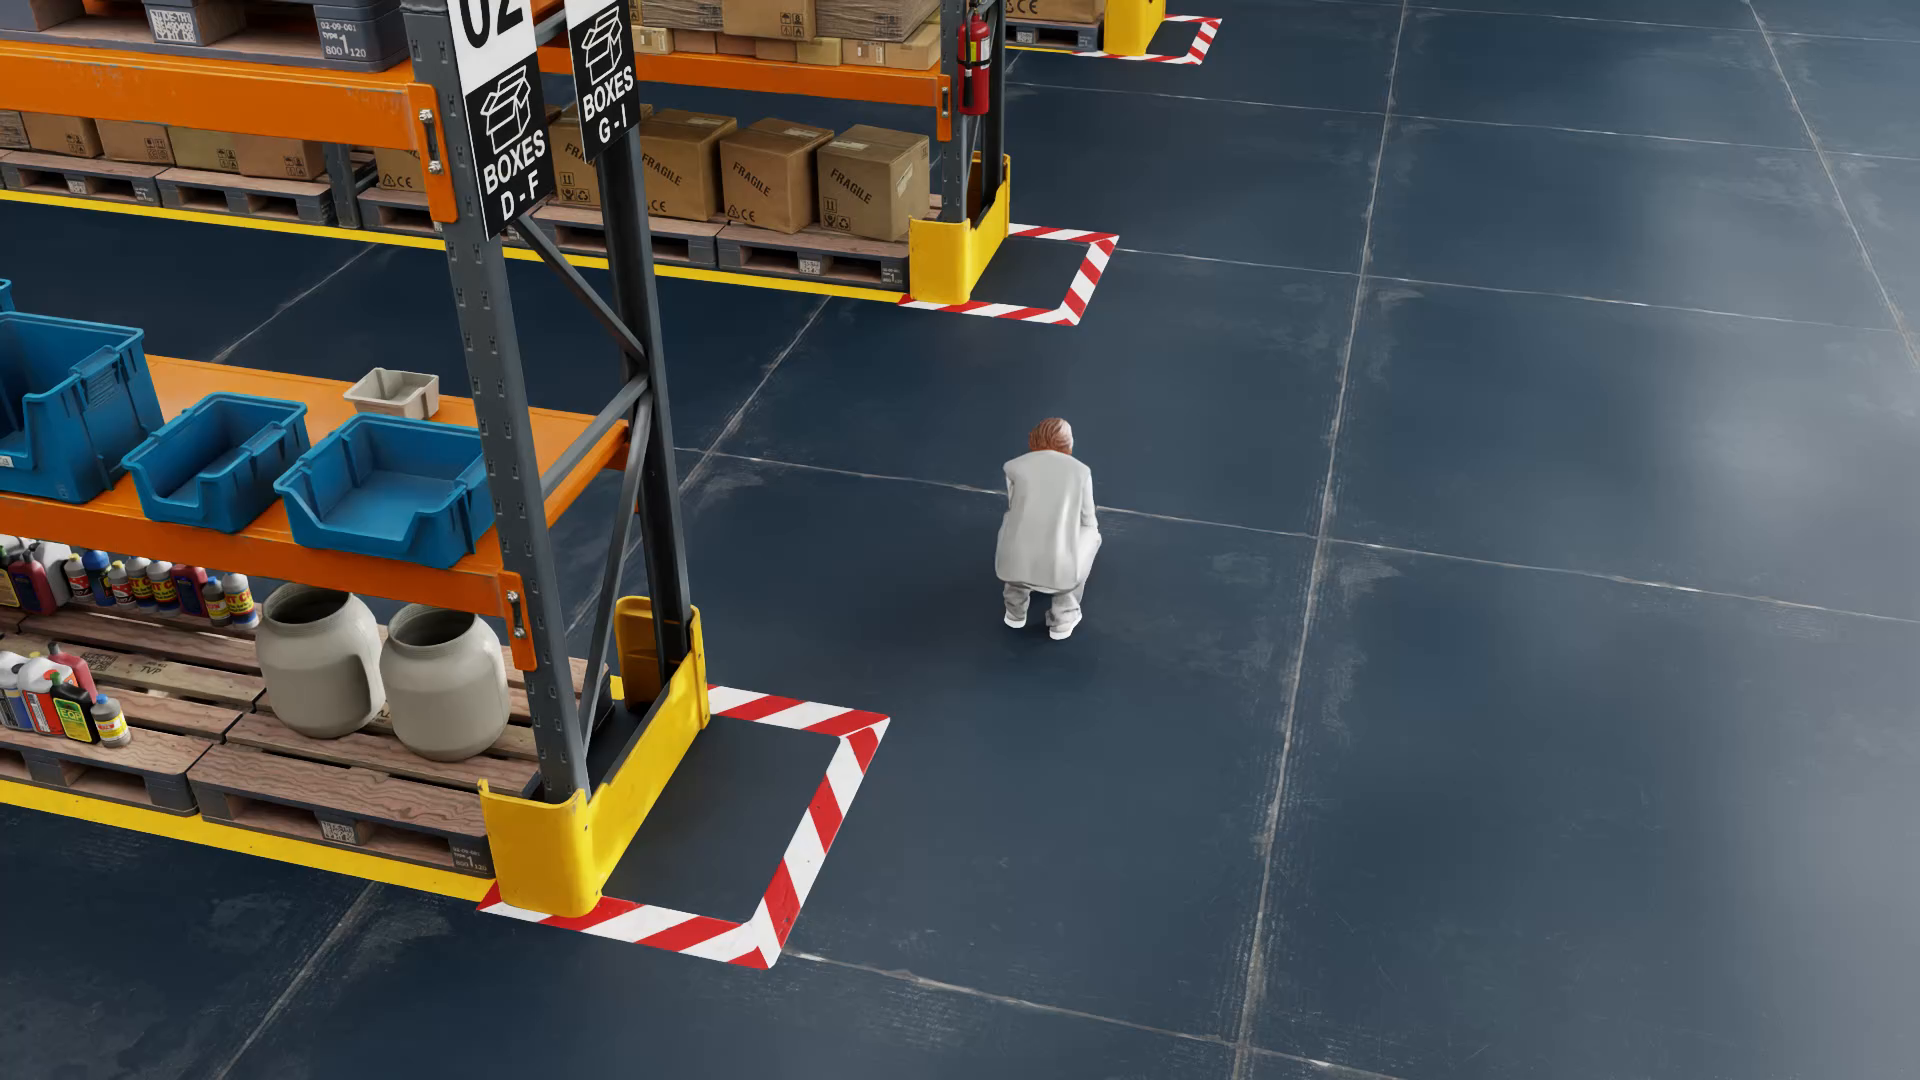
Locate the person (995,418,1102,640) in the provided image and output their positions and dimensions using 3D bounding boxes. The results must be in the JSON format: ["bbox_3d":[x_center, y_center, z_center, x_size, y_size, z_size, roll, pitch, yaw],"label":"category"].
[{"bbox_3d":[0.367,-0.018,6.994,0.432,0.763,0.814,8,34,12],"label":"person"}]
